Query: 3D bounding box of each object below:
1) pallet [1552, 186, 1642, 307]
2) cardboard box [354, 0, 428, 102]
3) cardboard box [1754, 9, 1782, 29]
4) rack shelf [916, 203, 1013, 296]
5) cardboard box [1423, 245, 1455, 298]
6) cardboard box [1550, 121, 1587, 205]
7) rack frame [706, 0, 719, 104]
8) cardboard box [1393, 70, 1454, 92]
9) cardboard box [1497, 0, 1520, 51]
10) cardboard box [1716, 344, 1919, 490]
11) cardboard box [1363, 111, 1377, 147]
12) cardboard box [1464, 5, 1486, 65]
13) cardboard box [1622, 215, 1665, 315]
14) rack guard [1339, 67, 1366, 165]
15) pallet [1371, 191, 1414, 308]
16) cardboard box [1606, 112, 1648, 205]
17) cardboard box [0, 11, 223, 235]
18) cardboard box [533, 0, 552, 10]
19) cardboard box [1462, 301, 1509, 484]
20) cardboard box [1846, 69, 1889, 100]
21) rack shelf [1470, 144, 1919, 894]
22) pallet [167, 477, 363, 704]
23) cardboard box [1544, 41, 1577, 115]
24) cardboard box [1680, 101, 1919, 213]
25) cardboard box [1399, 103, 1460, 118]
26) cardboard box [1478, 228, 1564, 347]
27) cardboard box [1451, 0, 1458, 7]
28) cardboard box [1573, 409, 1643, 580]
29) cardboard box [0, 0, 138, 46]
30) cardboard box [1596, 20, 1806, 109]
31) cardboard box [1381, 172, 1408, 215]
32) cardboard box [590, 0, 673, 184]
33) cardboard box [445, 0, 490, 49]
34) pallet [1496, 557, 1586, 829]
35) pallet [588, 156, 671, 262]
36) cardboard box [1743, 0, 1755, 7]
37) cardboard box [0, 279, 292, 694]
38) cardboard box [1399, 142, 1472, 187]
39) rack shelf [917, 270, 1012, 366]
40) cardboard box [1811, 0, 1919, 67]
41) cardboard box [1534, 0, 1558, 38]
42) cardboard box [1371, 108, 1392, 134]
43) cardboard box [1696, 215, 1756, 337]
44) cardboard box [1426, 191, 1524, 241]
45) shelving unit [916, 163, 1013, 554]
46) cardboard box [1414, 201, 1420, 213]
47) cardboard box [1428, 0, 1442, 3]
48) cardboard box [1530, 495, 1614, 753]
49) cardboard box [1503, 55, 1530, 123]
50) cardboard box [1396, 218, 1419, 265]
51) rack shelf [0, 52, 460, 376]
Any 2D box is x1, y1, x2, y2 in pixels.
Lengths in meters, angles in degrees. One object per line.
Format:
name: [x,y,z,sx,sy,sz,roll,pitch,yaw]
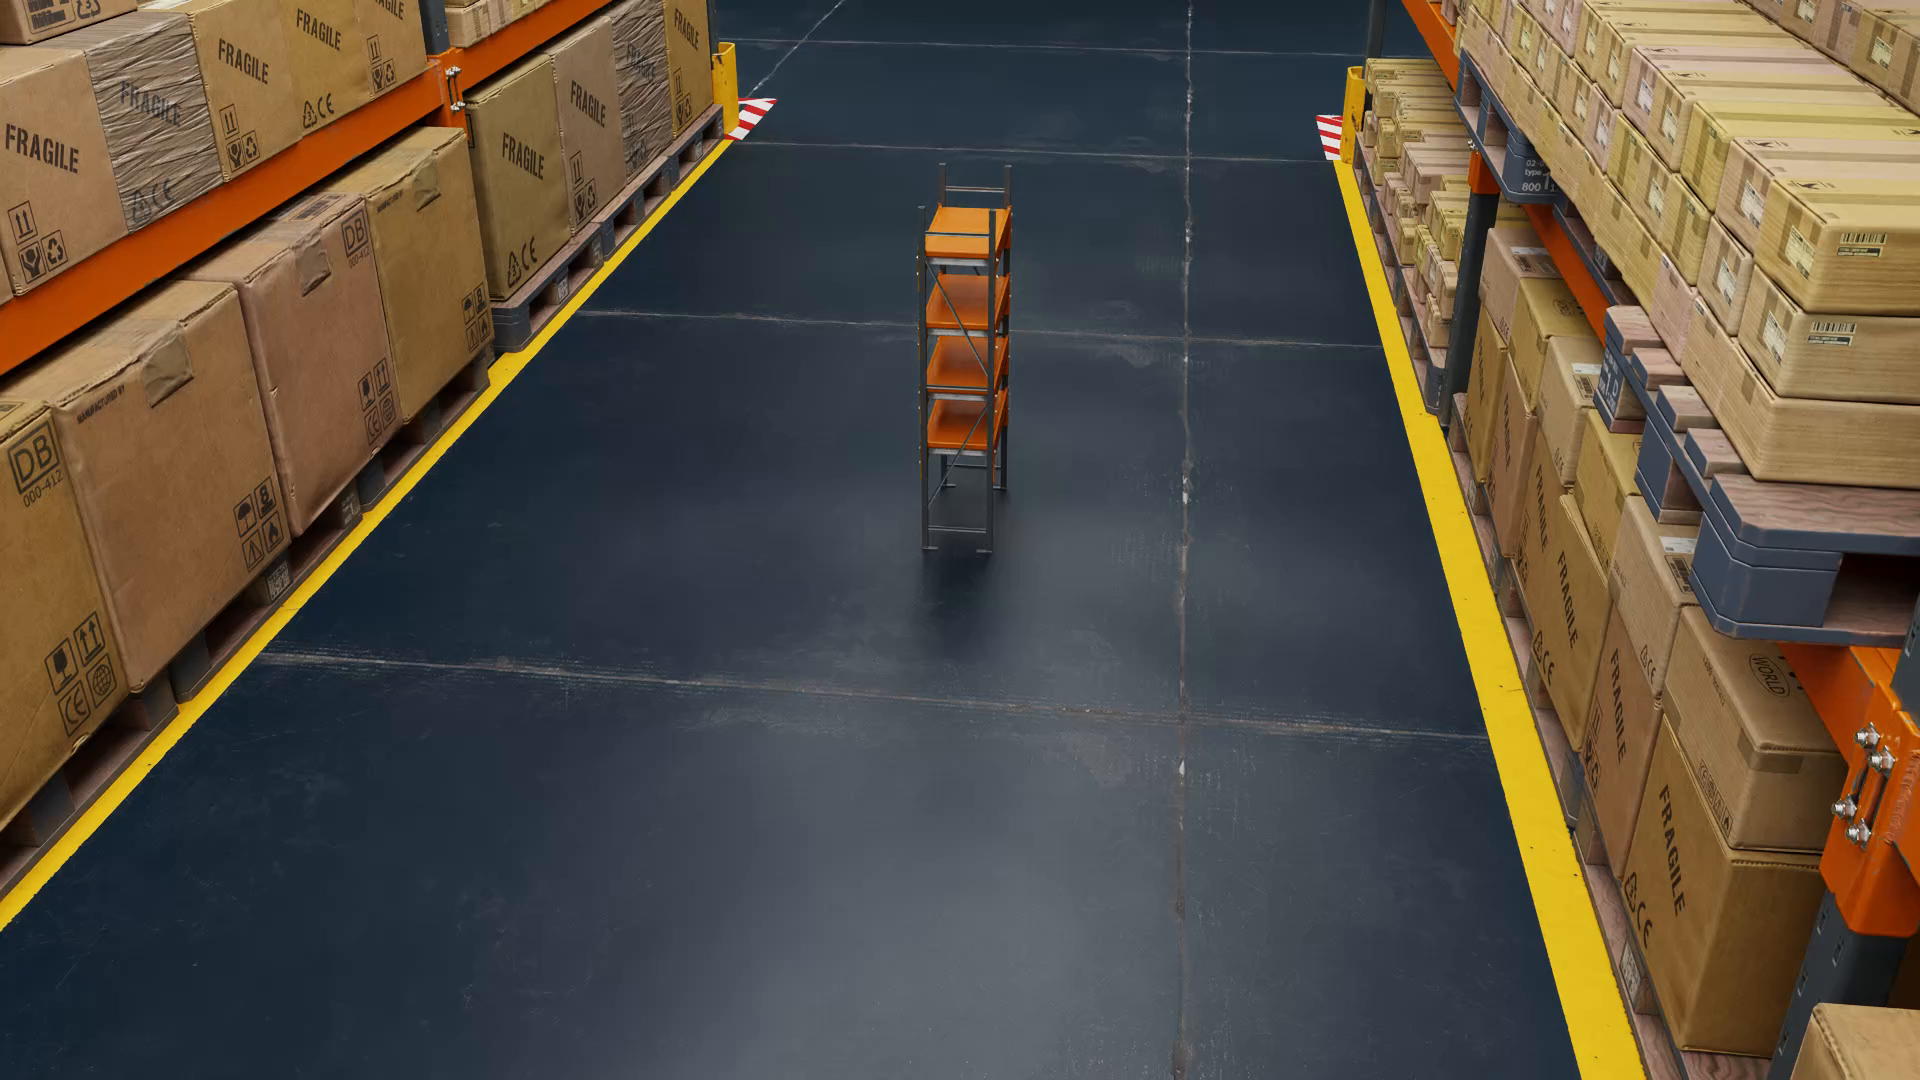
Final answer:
pallet: [2.112,-0.724,4.134,1.003,0.211,1.213,3,28,6]
cardboard box: [-2.296,-1.901,6.011,0.500,0.500,0.500,3,29,6]
cardboard box: [2.454,-1.394,4.684,0.380,0.149,0.250,2,28,5]
rack shelf: [0.020,-0.952,5.424,0.258,0.148,0.480,3,28,6]
cardboard box: [2.144,-1.113,6.903,0.380,0.149,0.250,2,28,4]
cardboard box: [1.707,-0.940,4.153,0.380,0.149,0.250,2,28,4]
rack frame: [-2.020,-3.976,9.968,1.000,3.000,0.127,3,28,6]
cardboard box: [2.575,-2.468,9.105,0.380,0.149,0.250,4,29,7]
cardboard box: [1.835,-1.560,4.992,0.380,0.149,0.250,4,29,7]
cardboard box: [1.514,-0.208,2.795,0.380,0.149,0.250,4,29,7]
cardboard box: [2.508,-2.342,9.498,0.380,0.149,0.250,4,29,7]
cardboard box: [1.896,-1.673,5.515,0.380,0.149,0.250,2,28,4]
cardboard box: [1.612,-0.563,3.454,0.380,0.149,0.250,3,28,6]
rack guard: [2.881,-2.504,9.871,1.175,0.500,0.348,3,28,6]
pallet: [2.594,-1.424,8.170,1.003,0.211,1.213,3,28,6]
cardboard box: [1.643,-0.823,3.624,0.380,0.149,0.250,3,28,6]
cardboard box: [-2.487,-1.187,4.685,0.500,0.500,0.500,3,29,6]
cardboard box: [-2.049,-2.474,7.445,0.380,0.149,0.250,3,28,5]
cardboard box: [2.047,-0.509,5.726,0.500,0.500,0.500,4,29,8]
cardboard box: [2.354,-1.029,4.006,0.380,0.149,0.250,4,29,8]
rack shelf: [2.155,-0.499,4.272,1.077,0.370,4.000,3,28,6]
pallet: [-2.677,0.078,5.383,1.003,0.211,1.213,3,28,6]
cardboard box: [1.740,-1.186,4.297,0.380,0.149,0.250,3,28,5]
cardboard box: [1.580,-0.709,3.099,0.380,0.149,0.250,4,29,8]
cardboard box: [2.425,-2.106,8.432,0.380,0.149,0.250,4,29,8]
cardboard box: [2.048,-0.839,5.548,0.500,0.250,0.500,2,28,4]
cardboard box: [2.244,-2.421,6.662,0.500,0.500,0.500,3,28,5]
cardboard box: [1.863,-0.103,4.180,0.500,0.250,0.500,4,29,7]
cardboard box: [-2.736,-1.662,4.509,0.797,0.503,0.637,4,29,8]
cardboard box: [1.676,-1.077,3.781,0.380,0.149,0.250,5,29,9]
cardboard box: [2.340,-1.745,8.389,0.380,0.149,0.250,2,28,4]
cardboard box: [-2.130,-2.491,9.009,0.875,0.875,0.875,3,28,6]
cardboard box: [-2.144,-2.102,6.755,0.380,0.149,0.250,3,29,6]
pallet: [2.159,0.413,4.761,1.003,0.211,1.213,3,28,6]
pallet: [-2.192,-1.795,8.859,1.003,0.211,1.213,3,28,6]
cardboard box: [2.479,-1.645,4.836,0.380,0.149,0.250,2,28,5]
cardboard box: [-2.778,-0.203,4.761,1.225,0.875,0.875,3,29,6]
cardboard box: [2.272,-1.750,7.771,0.380,0.149,0.250,2,28,4]
rack shelf: [0.020,-0.744,5.536,0.258,0.148,0.480,3,28,6]
cardboard box: [2.384,-1.280,4.158,0.380,0.149,0.250,2,28,4]
cardboard box: [1.770,-1.445,4.464,0.380,0.149,0.250,3,28,6]
cardboard box: [2.482,-2.344,9.187,0.380,0.149,0.250,3,28,6]
cardboard box: [1.550,-0.464,2.958,0.380,0.149,0.250,4,29,8]
cardboard box: [2.201,-1.372,7.070,0.380,0.149,0.250,3,28,6]
shelving unit: [0.020,-0.606,5.610,0.258,1.200,0.503,3,28,6]
cardboard box: [2.352,-1.598,7.804,0.380,0.149,0.250,2,28,4]
cardboard box: [2.323,-2.535,7.558,0.380,0.149,0.250,4,29,7]
cardboard box: [1.847,0.222,4.368,0.500,0.500,0.500,2,28,4]
cardboard box: [1.801,-1.307,4.835,0.380,0.149,0.250,4,29,7]
cardboard box: [2.237,-1.379,7.710,0.380,0.149,0.250,3,28,6]
rack shelf: [-2.755,-0.835,4.896,1.077,0.370,4.000,3,28,6]
